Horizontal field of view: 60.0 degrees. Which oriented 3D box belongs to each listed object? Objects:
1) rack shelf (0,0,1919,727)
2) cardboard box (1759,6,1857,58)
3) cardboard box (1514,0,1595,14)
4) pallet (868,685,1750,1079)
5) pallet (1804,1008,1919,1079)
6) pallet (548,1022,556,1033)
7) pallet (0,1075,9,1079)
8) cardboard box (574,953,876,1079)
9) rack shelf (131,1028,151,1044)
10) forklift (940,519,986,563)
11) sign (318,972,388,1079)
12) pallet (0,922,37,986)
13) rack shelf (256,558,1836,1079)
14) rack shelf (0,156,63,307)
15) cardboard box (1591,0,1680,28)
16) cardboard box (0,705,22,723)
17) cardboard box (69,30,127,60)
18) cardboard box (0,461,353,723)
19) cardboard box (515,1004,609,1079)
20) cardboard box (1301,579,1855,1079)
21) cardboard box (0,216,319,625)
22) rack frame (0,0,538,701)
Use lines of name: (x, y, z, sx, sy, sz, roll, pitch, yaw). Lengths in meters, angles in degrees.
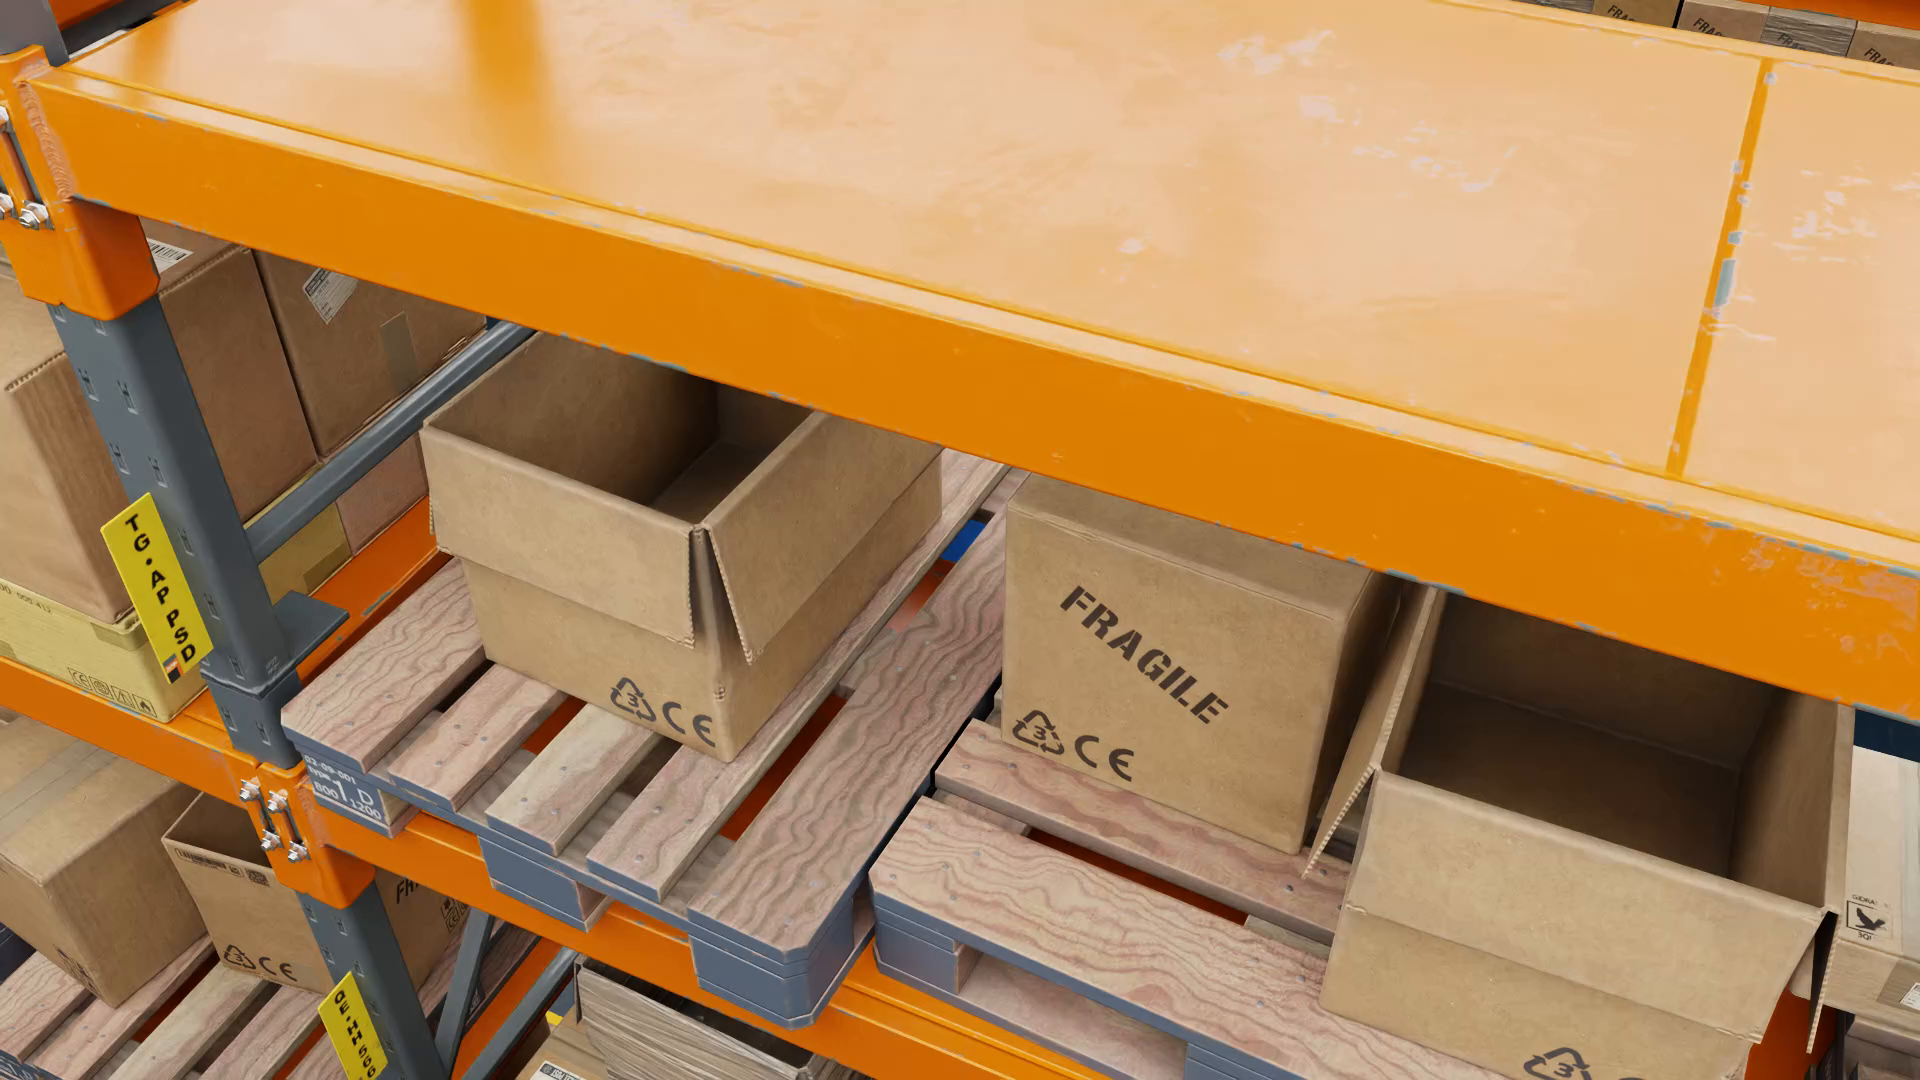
rack shelf: (0.810, -0.205, 1.855, 4.000, 0.370, 1.077, 17, 44, 19)
cardboard box: (5.347, -3.155, 10.557, 0.500, 0.500, 0.500, 18, 44, 19)
cardboard box: (3.958, -3.578, 11.045, 0.500, 0.500, 0.500, 15, 43, 17)
pallet: (0.618, 0.478, 2.647, 1.213, 0.211, 1.003, 19, 44, 21)
pallet: (1.771, 0.907, 2.153, 1.217, 0.209, 0.805, 15, 43, 17)
pallet: (-1.710, 1.921, 5.256, 1.213, 0.211, 1.003, 17, 44, 19)
pallet: (-2.812, 1.583, 5.647, 1.213, 0.211, 1.003, 17, 44, 19)
cardboard box: (-0.347, 0.880, 3.486, 0.637, 0.503, 0.797, 18, 44, 20)
rack shelf: (-2.815, 0.803, 4.967, 4.000, 0.370, 1.077, 17, 44, 19)
forklift: (-15.191, -10.555, 17.642, 39.197, 2.843, 19.219, 12, 42, 14)
sign: (-1.223, 1.002, 3.364, 0.005, 0.325, 0.100, 17, 44, 19)
pallet: (-2.814, 0.633, 4.759, 1.213, 0.211, 1.003, 17, 44, 19)
rack shelf: (0.810, 0.777, 2.706, 4.000, 0.370, 1.077, 17, 44, 19)
rack shelf: (-2.815, -1.313, 3.133, 4.000, 0.370, 1.077, 17, 44, 19)
cardboard box: (4.410, -3.436, 10.881, 0.500, 0.500, 0.500, 16, 44, 18)
cardboard box: (-2.424, 0.382, 4.697, 0.500, 0.250, 0.500, 16, 43, 17)
cardboard box: (-1.778, -0.701, 3.404, 0.500, 0.500, 0.500, 17, 44, 19)
cardboard box: (-1.537, 0.022, 3.143, 0.500, 0.250, 0.500, 17, 44, 19)
cardboard box: (-0.677, 1.343, 3.718, 0.500, 0.500, 0.500, 18, 44, 20)
cardboard box: (0.858, 0.307, 2.300, 0.637, 0.503, 0.797, 16, 44, 18)
cardboard box: (-1.541, -0.259, 2.894, 0.500, 0.500, 0.500, 18, 44, 20)
rack frame: (-1.002, -1.182, 2.127, 0.127, 3.000, 1.000, 17, 44, 19)
